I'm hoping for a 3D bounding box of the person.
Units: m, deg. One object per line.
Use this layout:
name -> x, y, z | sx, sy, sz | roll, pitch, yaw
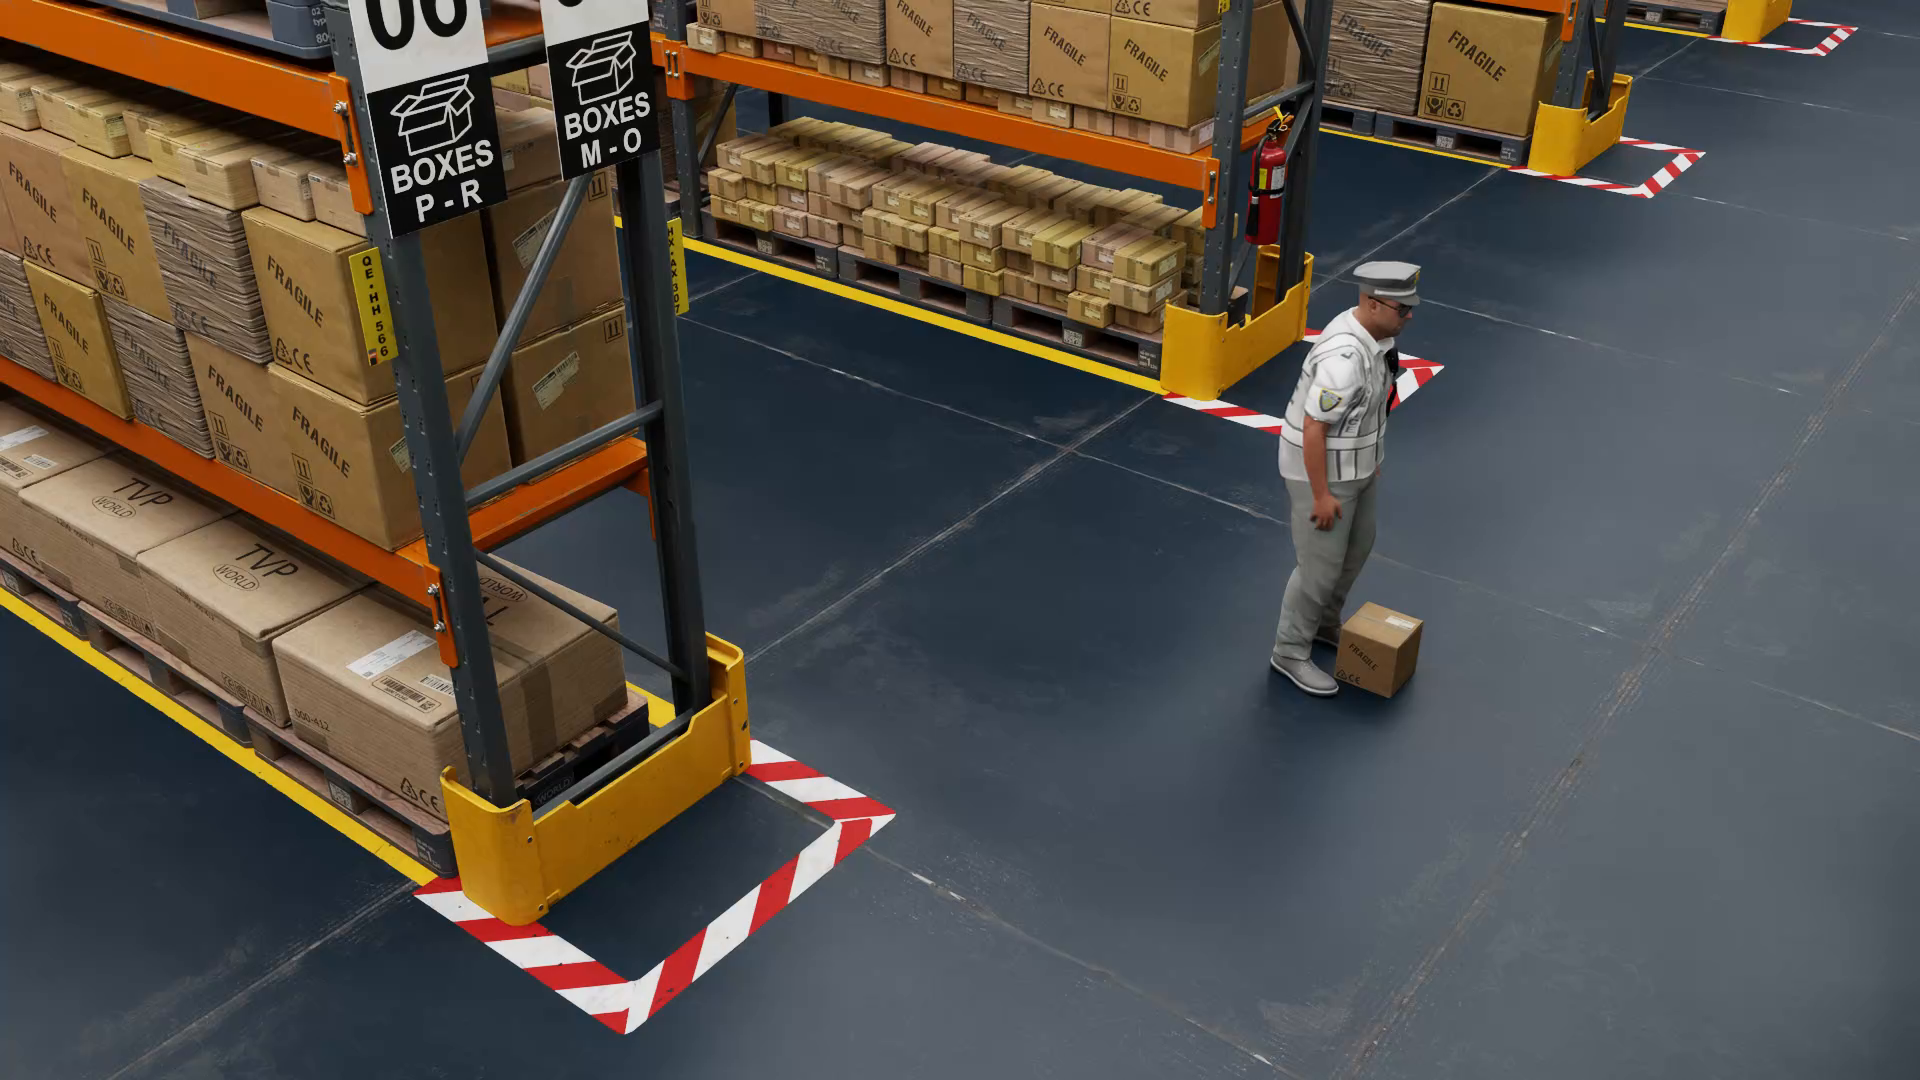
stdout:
person -> 1.497, -0.279, 6.596 | 0.437, 1.747, 0.603 | 19, 35, 28
